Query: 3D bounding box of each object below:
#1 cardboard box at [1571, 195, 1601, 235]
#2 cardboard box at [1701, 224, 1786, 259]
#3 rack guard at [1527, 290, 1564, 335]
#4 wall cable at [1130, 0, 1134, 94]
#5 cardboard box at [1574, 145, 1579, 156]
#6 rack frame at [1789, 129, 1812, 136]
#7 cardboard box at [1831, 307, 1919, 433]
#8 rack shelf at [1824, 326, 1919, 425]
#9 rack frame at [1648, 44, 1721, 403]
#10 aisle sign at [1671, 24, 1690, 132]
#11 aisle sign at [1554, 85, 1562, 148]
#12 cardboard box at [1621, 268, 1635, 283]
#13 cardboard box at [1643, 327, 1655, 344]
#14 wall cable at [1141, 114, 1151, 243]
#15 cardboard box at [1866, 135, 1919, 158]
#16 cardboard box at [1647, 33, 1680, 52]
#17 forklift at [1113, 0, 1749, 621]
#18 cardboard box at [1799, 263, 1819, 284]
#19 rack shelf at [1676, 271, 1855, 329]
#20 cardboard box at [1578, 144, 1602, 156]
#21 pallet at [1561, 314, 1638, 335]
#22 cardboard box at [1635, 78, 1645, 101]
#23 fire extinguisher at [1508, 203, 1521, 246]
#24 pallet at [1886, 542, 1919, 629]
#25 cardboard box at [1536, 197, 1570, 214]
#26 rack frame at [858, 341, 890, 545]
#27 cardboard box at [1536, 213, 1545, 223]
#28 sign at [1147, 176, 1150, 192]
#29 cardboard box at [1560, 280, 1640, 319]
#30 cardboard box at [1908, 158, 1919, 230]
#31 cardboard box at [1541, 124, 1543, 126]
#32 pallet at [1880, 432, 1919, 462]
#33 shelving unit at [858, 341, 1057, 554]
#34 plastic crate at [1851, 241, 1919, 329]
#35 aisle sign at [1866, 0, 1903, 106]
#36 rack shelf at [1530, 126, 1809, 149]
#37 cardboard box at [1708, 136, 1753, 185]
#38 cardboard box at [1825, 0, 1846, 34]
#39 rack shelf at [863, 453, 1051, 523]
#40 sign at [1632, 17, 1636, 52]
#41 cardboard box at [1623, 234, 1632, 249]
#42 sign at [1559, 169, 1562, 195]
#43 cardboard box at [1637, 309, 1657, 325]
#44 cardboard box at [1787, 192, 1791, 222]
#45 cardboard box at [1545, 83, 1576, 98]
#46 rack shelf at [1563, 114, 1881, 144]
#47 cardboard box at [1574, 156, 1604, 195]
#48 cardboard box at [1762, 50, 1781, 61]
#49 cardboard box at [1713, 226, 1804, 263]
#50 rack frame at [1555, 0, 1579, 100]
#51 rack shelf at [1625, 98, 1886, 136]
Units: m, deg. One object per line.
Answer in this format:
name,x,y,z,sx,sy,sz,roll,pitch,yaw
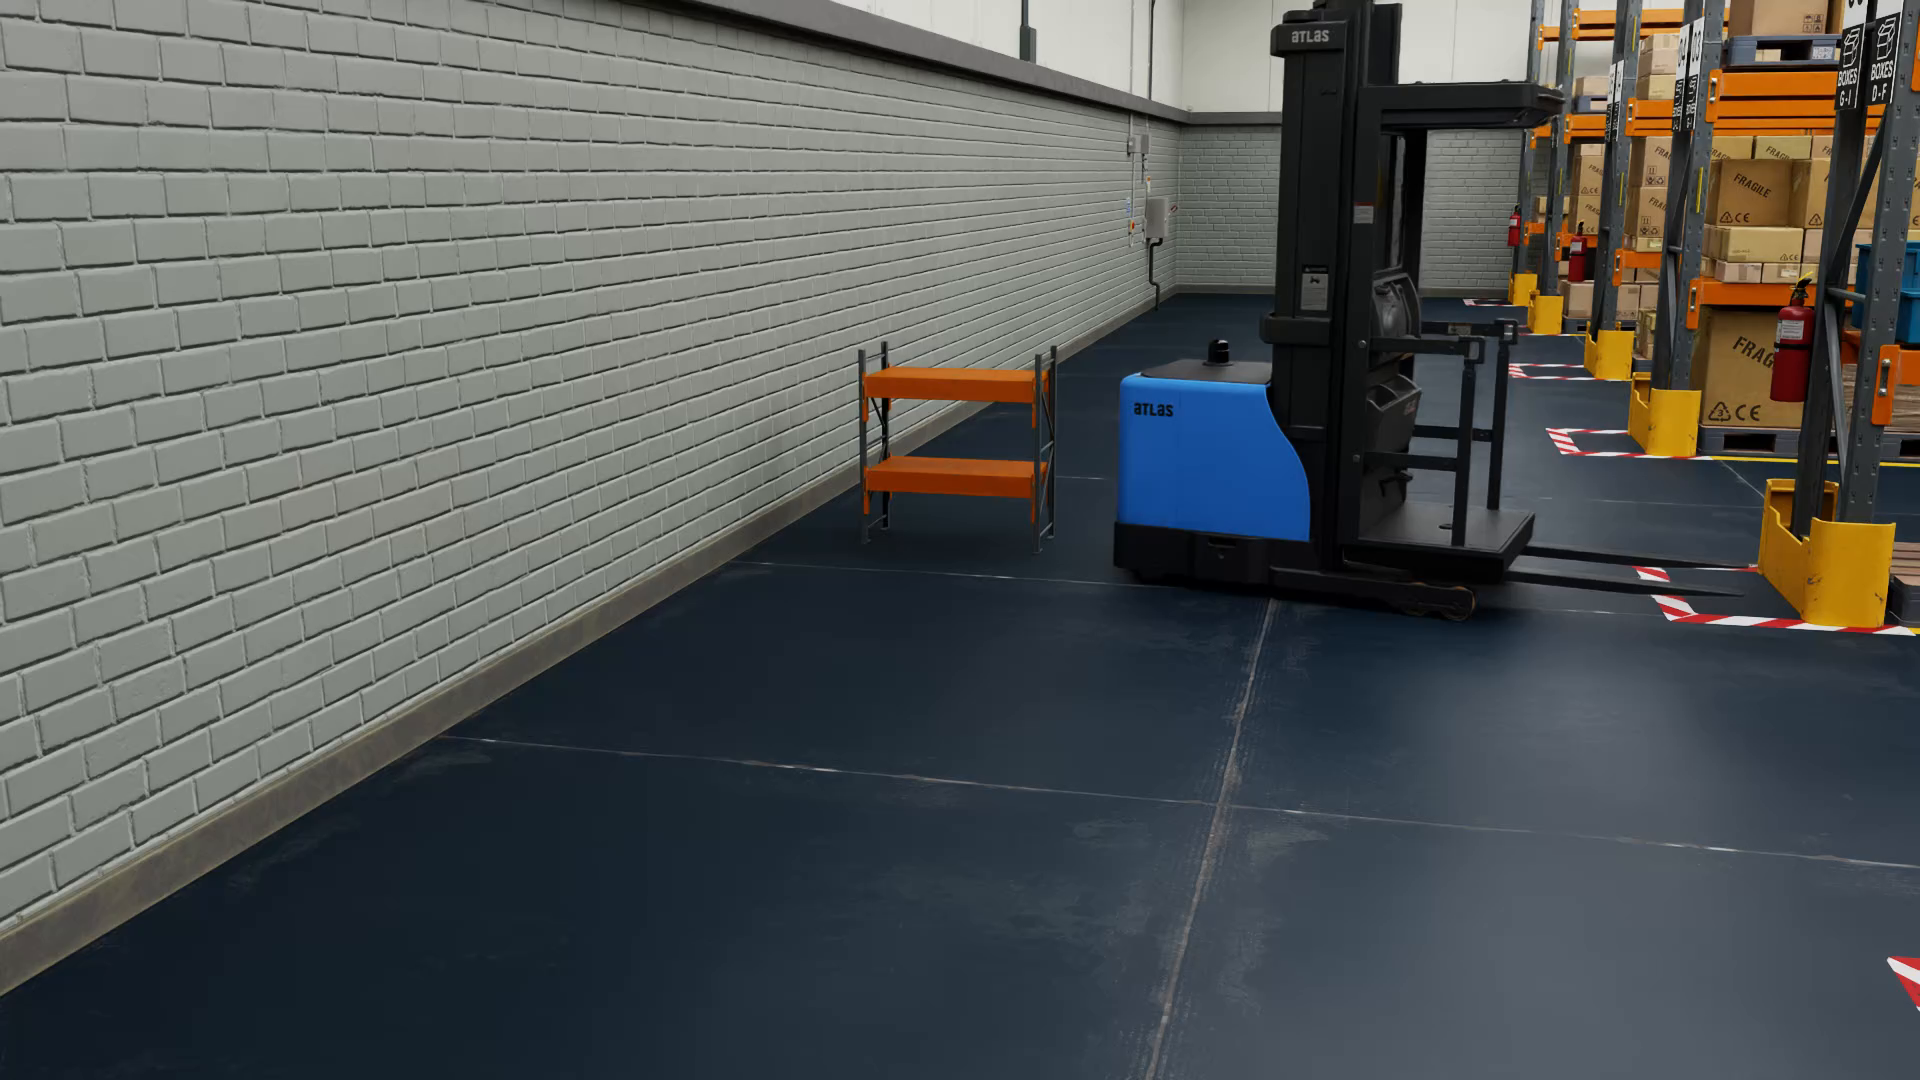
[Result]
cardboard box,8.323,-4.265,21.800,0.500,0.500,0.500,3,13,13
cardboard box,6.085,-2.320,12.925,0.500,0.250,0.500,3,13,13
rack guard,7.902,-3.082,22.472,0.348,0.500,1.175,3,13,14
wall cable,2.335,-7.466,22.609,0.029,3.000,0.463,3,13,14
cardboard box,8.322,-5.178,22.112,0.250,0.149,0.380,3,13,14
rack frame,12.995,-5.138,25.966,0.127,3.000,1.000,3,13,14
cardboard box,7.075,-1.321,12.701,0.875,0.875,0.875,3,13,14
rack shelf,6.306,-0.721,7.718,4.000,0.370,1.077,3,13,14
rack frame,5.551,-2.217,12.803,0.127,3.000,1.000,3,13,14
aisle sign,5.553,-3.553,12.822,0.004,0.787,0.394,3,13,14
aisle sign,7.786,-5.513,21.656,0.004,0.787,0.394,3,13,14
cardboard box,10.503,-4.226,26.657,0.500,0.500,0.700,4,13,16
cardboard box,7.285,-2.132,17.345,0.250,0.149,0.380,4,13,16
wall cable,2.774,-5.384,24.729,0.122,1.984,0.588,3,13,14
cardboard box,9.203,-3.752,16.496,0.500,0.500,0.500,3,13,15
cardboard box,7.098,-5.020,16.783,0.250,0.149,0.380,3,13,13
forklift,2.366,-1.174,8.257,3.031,2.935,1.130,6,14,26
cardboard box,6.315,-1.981,12.316,0.250,0.149,0.380,3,13,12
rack shelf,7.493,-1.762,12.413,4.000,0.370,1.077,3,13,14
cardboard box,8.204,-5.078,21.661,0.250,0.149,0.380,3,13,15
pallet,8.721,-2.915,22.385,1.213,0.211,1.003,3,13,14
cardboard box,7.343,-4.678,17.316,0.500,0.250,0.500,3,13,12
fire extinguisher,8.858,-5.036,26.546,0.183,0.674,0.296,3,13,14
pallet,5.156,0.236,8.181,1.213,0.211,1.003,3,13,14
cardboard box,9.487,-5.337,26.524,0.500,0.250,0.500,3,13,14
rack frame,-0.500,-0.576,9.732,0.032,1.125,0.500,3,13,14
cardboard box,9.365,-5.148,26.591,0.250,0.149,0.380,3,13,13
sign,2.876,-5.425,25.356,0.001,0.242,0.339,3,13,14
cardboard box,8.590,-3.242,22.368,0.875,0.438,0.875,3,13,12
cardboard box,6.942,-2.522,12.105,0.500,0.500,0.500,3,13,12
cardboard box,9.477,-6.719,26.748,0.250,0.149,0.380,3,13,15
pallet,7.527,-0.767,12.704,1.213,0.211,1.003,3,13,14
shelving unit,-0.007,-0.550,9.613,1.048,1.125,0.538,3,13,14
plastic crate,4.734,-1.244,8.197,0.499,0.435,0.616,3,13,14
aisle sign,4.223,-2.386,7.562,0.004,0.787,0.394,3,13,14
rack shelf,11.053,-6.355,26.186,4.000,0.370,1.077,3,13,14
cardboard box,7.701,-3.833,16.860,0.500,0.500,0.500,3,13,15
cardboard box,6.586,-3.914,12.094,0.500,0.500,0.700,3,13,11
rack shelf,-0.007,-0.311,9.666,1.000,0.278,0.538,3,13,14
sign,6.708,-5.032,16.546,0.005,0.325,0.100,3,13,14
cardboard box,7.222,-3.175,17.699,0.250,0.149,0.380,3,13,14
sign,7.787,-4.646,21.569,0.005,0.325,0.100,3,13,14
cardboard box,7.412,-2.385,17.795,0.250,0.149,0.380,3,13,14
cardboard box,8.206,-3.317,16.843,0.500,0.500,0.500,3,13,14
cardboard box,9.482,-7.050,26.164,0.500,0.250,0.500,3,13,13
rack shelf,9.867,-5.311,21.481,4.000,0.370,1.077,3,13,14
cardboard box,8.323,-4.753,21.694,0.500,0.500,0.500,3,13,12
cardboard box,8.196,-4.757,16.518,0.500,0.250,0.500,3,13,14
cardboard box,5.952,-2.208,12.419,0.500,0.250,0.500,3,13,12
rack frame,7.925,-7.230,21.546,0.127,3.000,1.000,3,13,14
rack shelf,8.779,-4.265,16.765,4.000,0.370,1.077,3,13,14
